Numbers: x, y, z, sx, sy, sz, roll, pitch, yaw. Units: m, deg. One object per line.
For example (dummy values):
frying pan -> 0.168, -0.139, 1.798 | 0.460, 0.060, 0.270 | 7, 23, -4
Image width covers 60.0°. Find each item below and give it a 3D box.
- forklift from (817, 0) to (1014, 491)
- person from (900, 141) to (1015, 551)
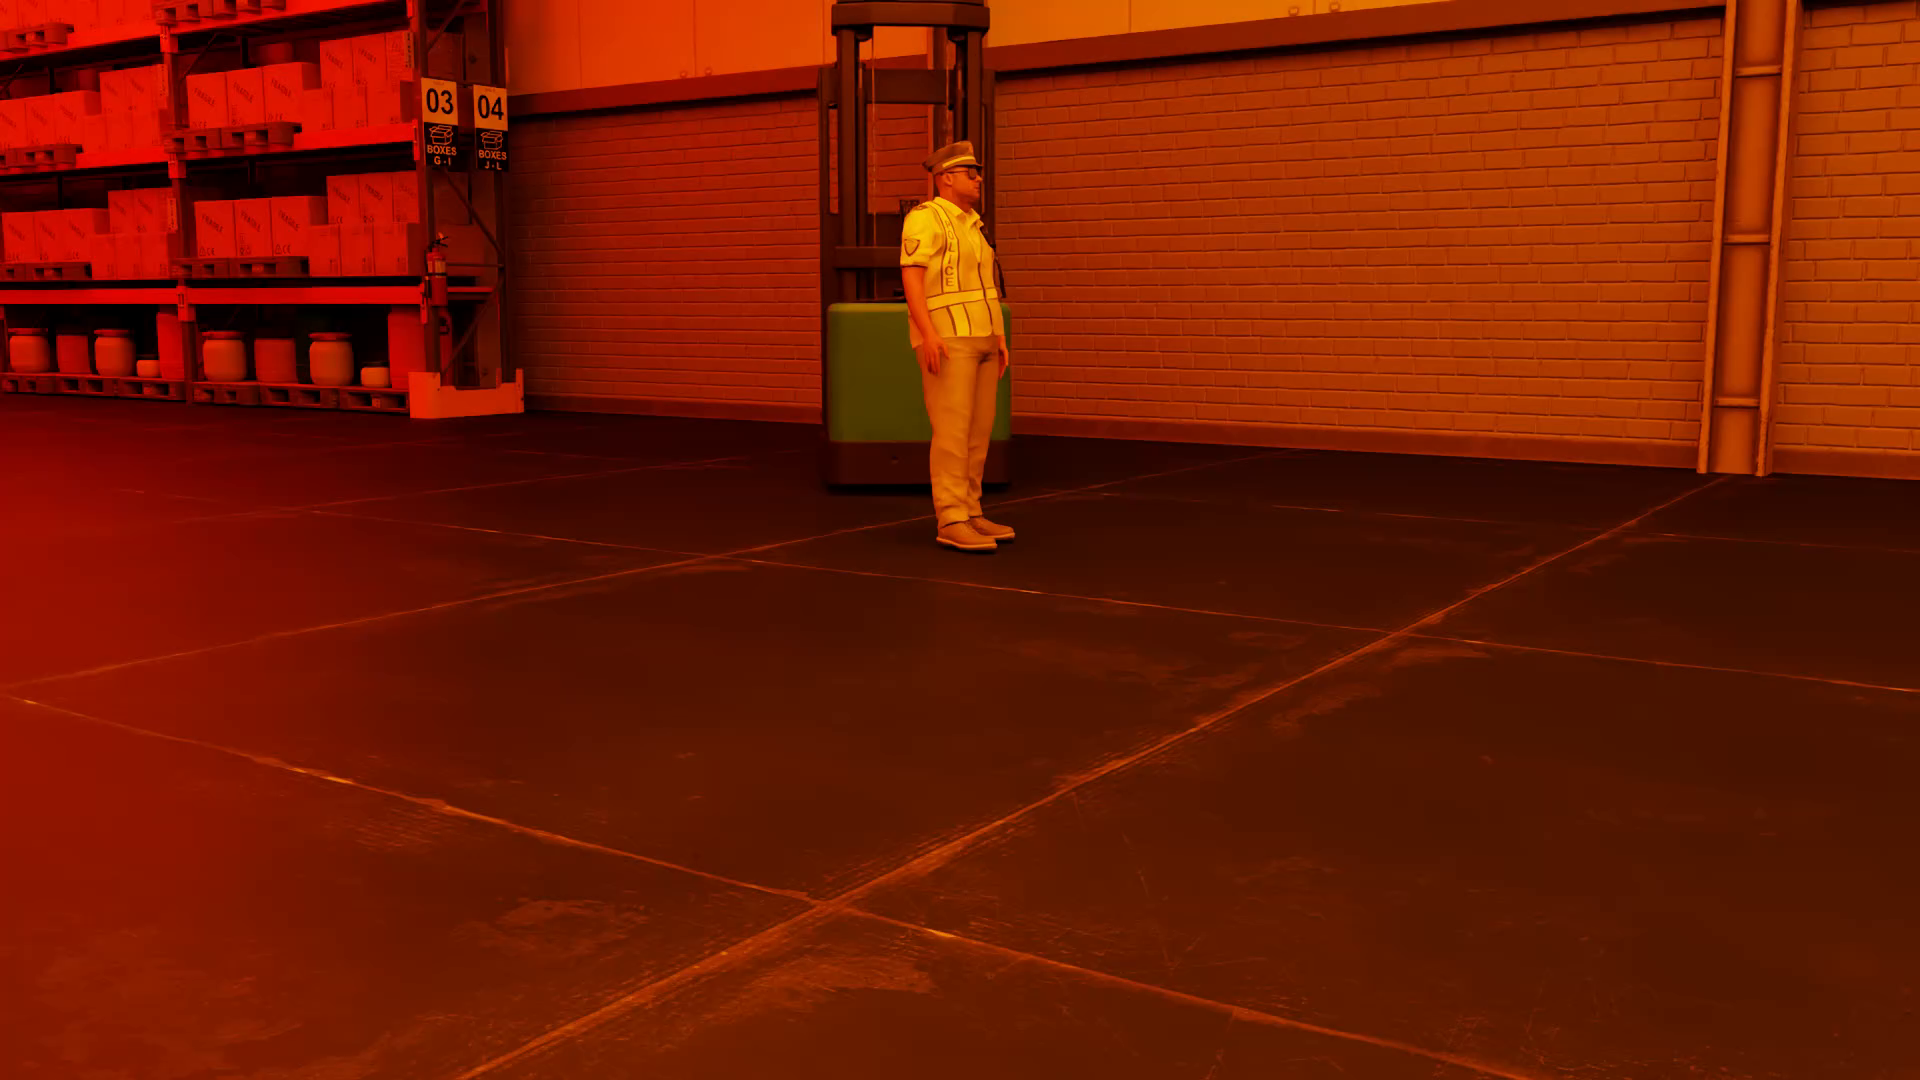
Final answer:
forklift -> -0.351, -1.905, 10.587 | 1.130, 2.935, 3.031 | -1, 8, -5
person -> 0.058, -0.883, 7.424 | 0.574, 1.780, 0.640 | 5, 10, 34
